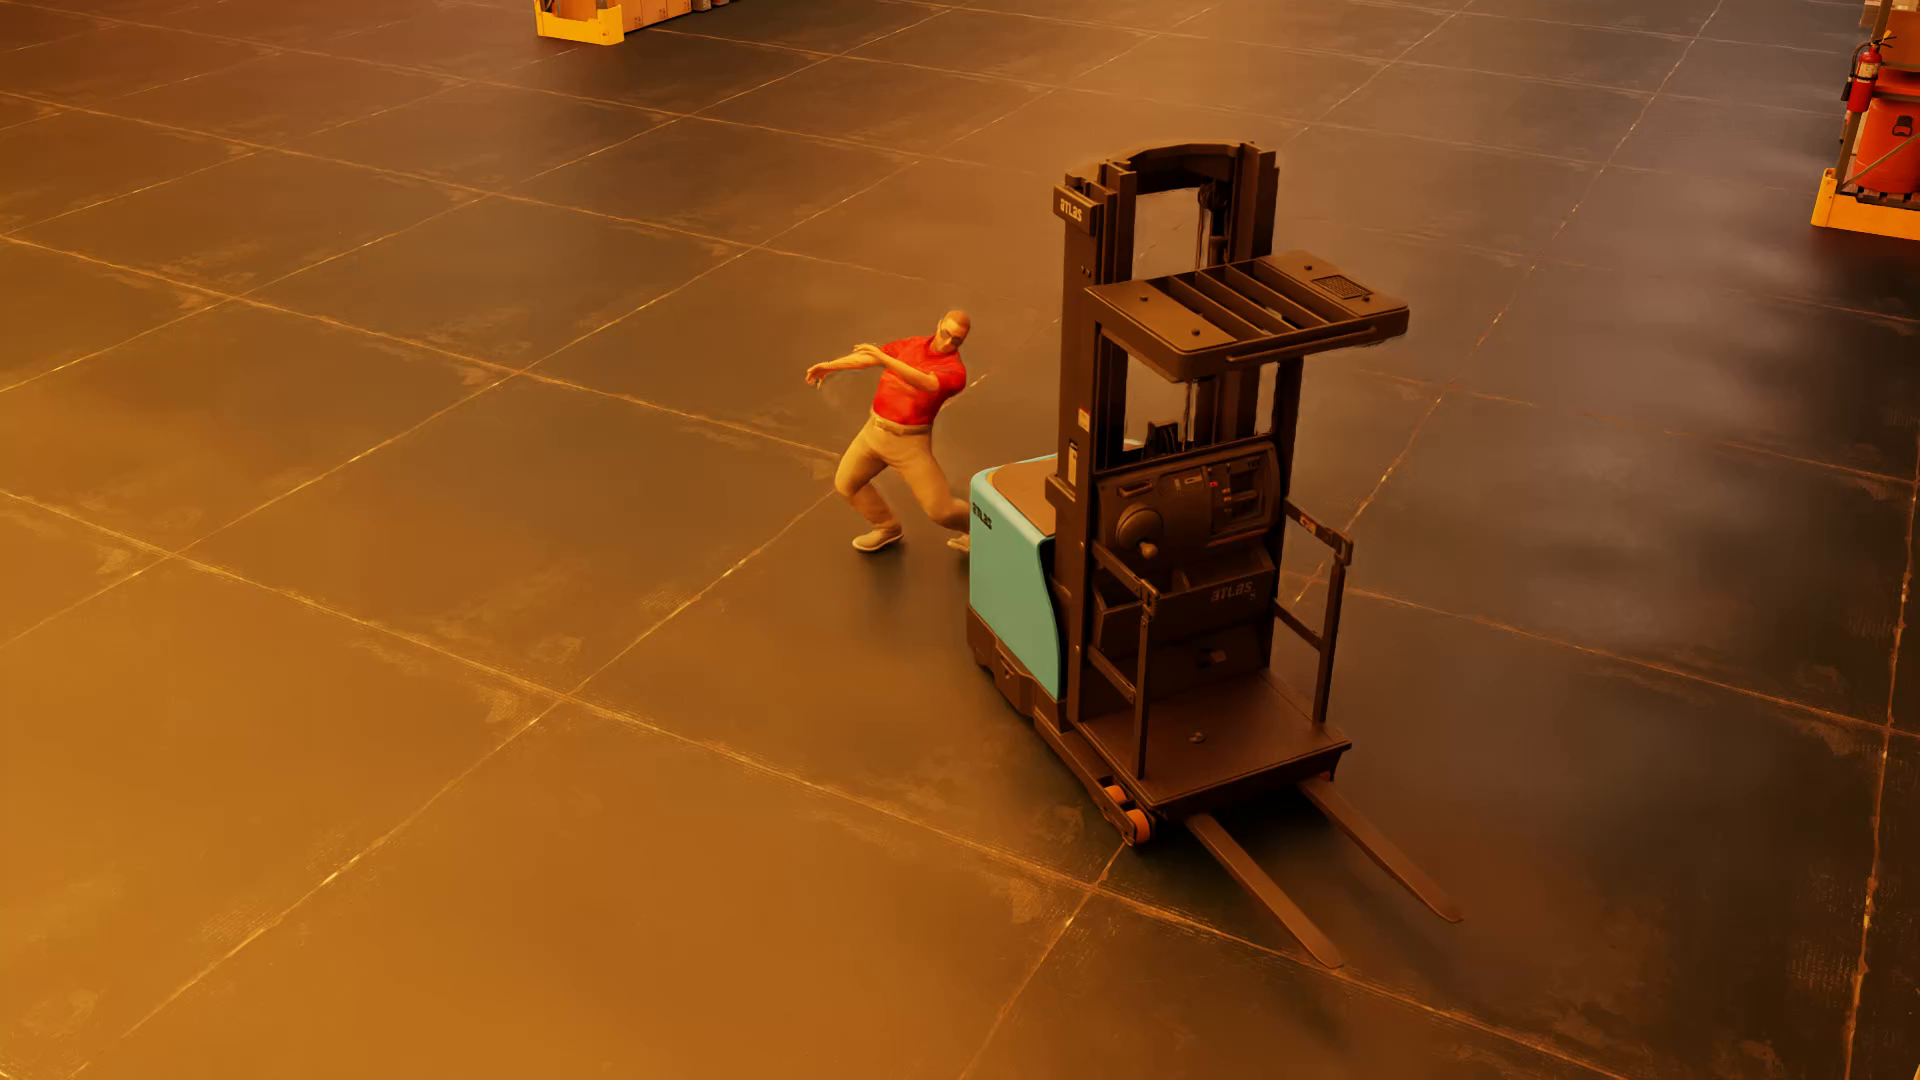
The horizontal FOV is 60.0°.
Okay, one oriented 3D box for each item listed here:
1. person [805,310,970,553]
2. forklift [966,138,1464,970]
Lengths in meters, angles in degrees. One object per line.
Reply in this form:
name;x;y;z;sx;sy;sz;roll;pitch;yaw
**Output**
person;-0.428;-0.597;9.514;1.035;1.492;0.754;20;35;31
forklift;1.126;-0.126;7.289;1.130;2.935;3.031;-13;33;-22
